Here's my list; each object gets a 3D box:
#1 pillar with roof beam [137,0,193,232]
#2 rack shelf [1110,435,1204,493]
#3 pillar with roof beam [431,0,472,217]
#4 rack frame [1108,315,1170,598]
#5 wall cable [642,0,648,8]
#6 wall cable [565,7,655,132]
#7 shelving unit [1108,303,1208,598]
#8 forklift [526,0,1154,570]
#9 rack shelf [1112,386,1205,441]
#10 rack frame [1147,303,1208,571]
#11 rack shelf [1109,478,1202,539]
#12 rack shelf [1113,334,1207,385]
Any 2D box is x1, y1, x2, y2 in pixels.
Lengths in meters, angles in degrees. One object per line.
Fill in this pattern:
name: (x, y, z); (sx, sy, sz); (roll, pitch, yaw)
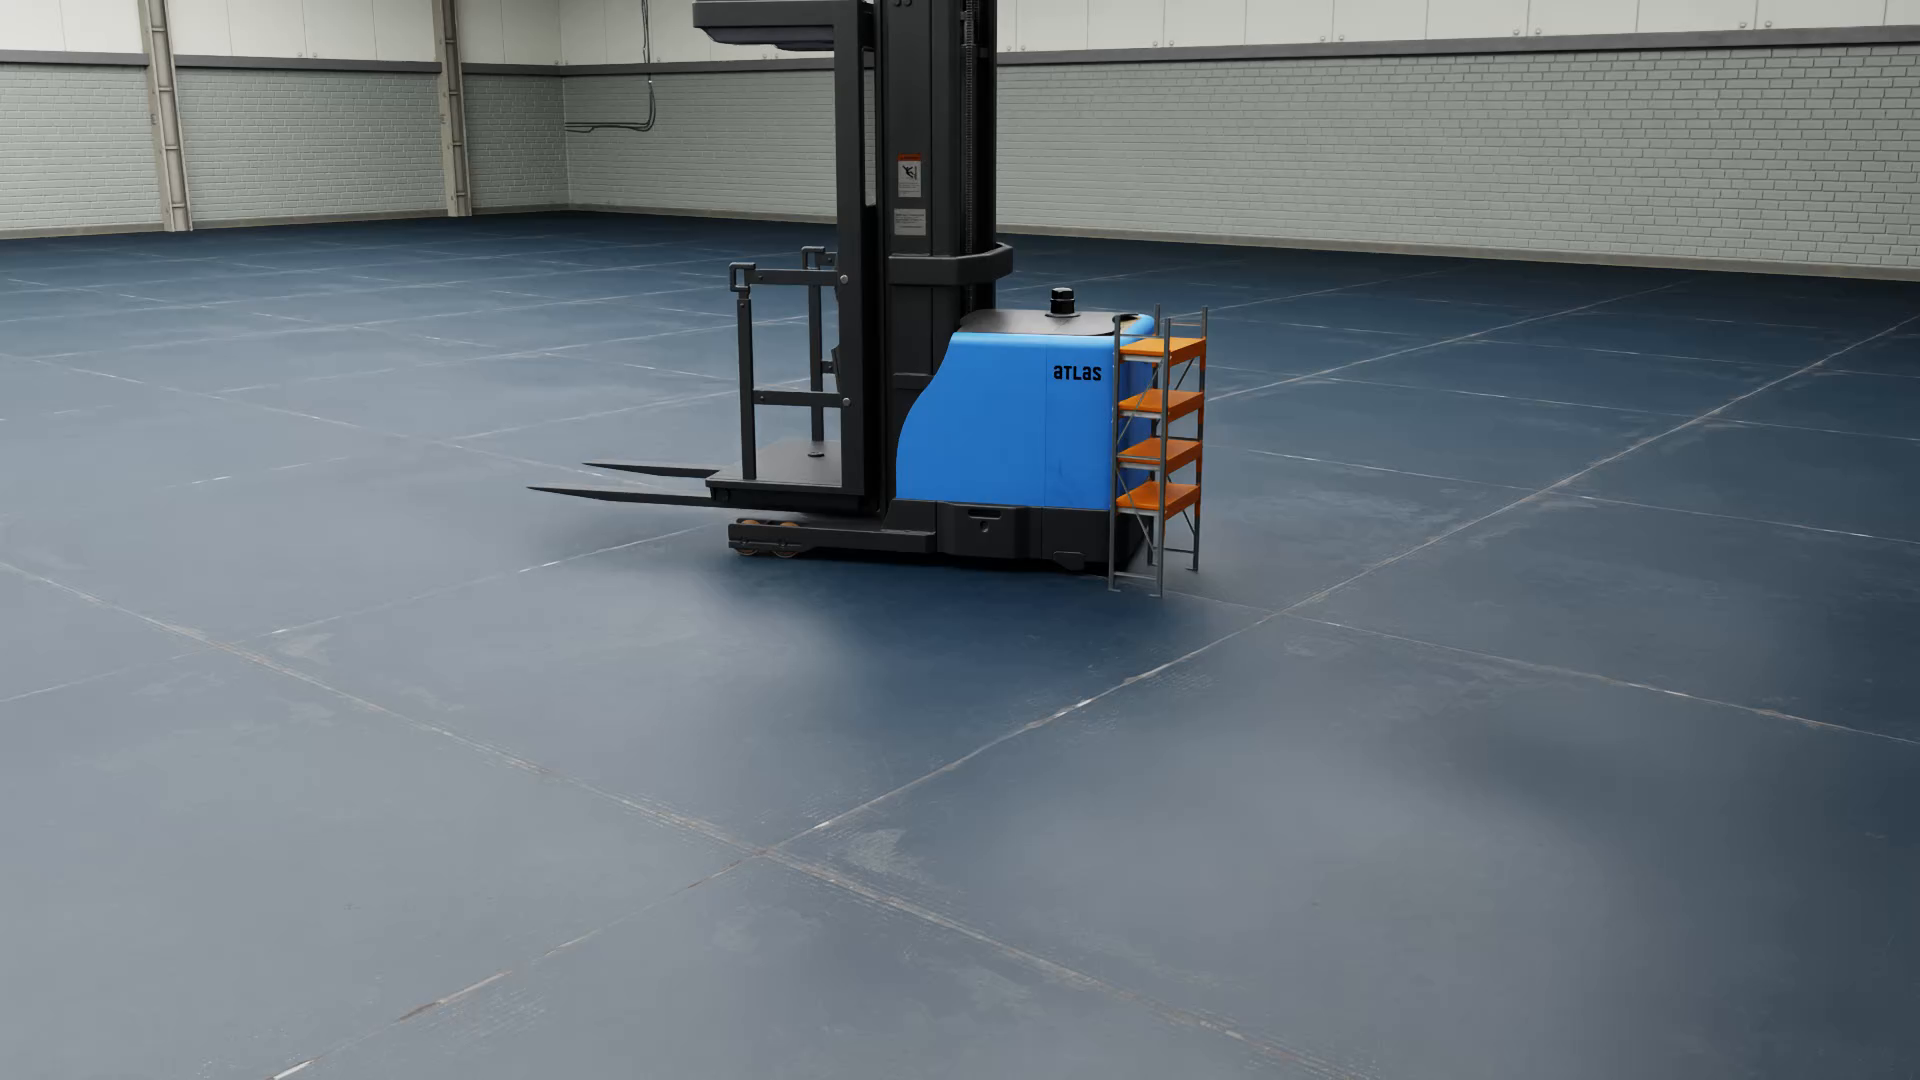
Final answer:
pillar with roof beam: (-10.914, -9.341, 26.618); (9.100, 9.000, 0.400); (11, 18, 38)
rack shelf: (0.866, -0.336, 7.281); (0.258, 0.148, 0.480); (7, 16, 25)
pillar with roof beam: (-7.143, -10.490, 31.141); (9.100, 9.000, 0.400); (11, 18, 38)
rack frame: (0.758, -0.347, 7.052); (0.240, 1.200, 0.015); (7, 16, 25)
wall cable: (-5.507, -12.040, 33.291); (3.097, 2.526, 0.112); (11, 18, 38)
wall cable: (-7.612, -10.011, 35.561); (3.097, 2.526, 0.112); (11, 18, 38)
shelving unit: (0.866, -0.401, 7.264); (0.258, 1.200, 0.503); (7, 16, 25)
forklift: (-0.607, -1.458, 7.909); (3.031, 2.935, 1.130); (4, 15, 14)
rack shelf: (0.866, -0.553, 7.226); (0.258, 0.148, 0.480); (7, 16, 25)
rack frame: (0.974, -0.455, 7.476); (0.240, 1.200, 0.015); (7, 16, 25)
rack shelf: (0.866, -0.143, 7.330); (0.258, 0.148, 0.480); (7, 16, 25)
rack shelf: (0.866, -0.782, 7.168); (0.258, 0.148, 0.480); (7, 16, 25)
